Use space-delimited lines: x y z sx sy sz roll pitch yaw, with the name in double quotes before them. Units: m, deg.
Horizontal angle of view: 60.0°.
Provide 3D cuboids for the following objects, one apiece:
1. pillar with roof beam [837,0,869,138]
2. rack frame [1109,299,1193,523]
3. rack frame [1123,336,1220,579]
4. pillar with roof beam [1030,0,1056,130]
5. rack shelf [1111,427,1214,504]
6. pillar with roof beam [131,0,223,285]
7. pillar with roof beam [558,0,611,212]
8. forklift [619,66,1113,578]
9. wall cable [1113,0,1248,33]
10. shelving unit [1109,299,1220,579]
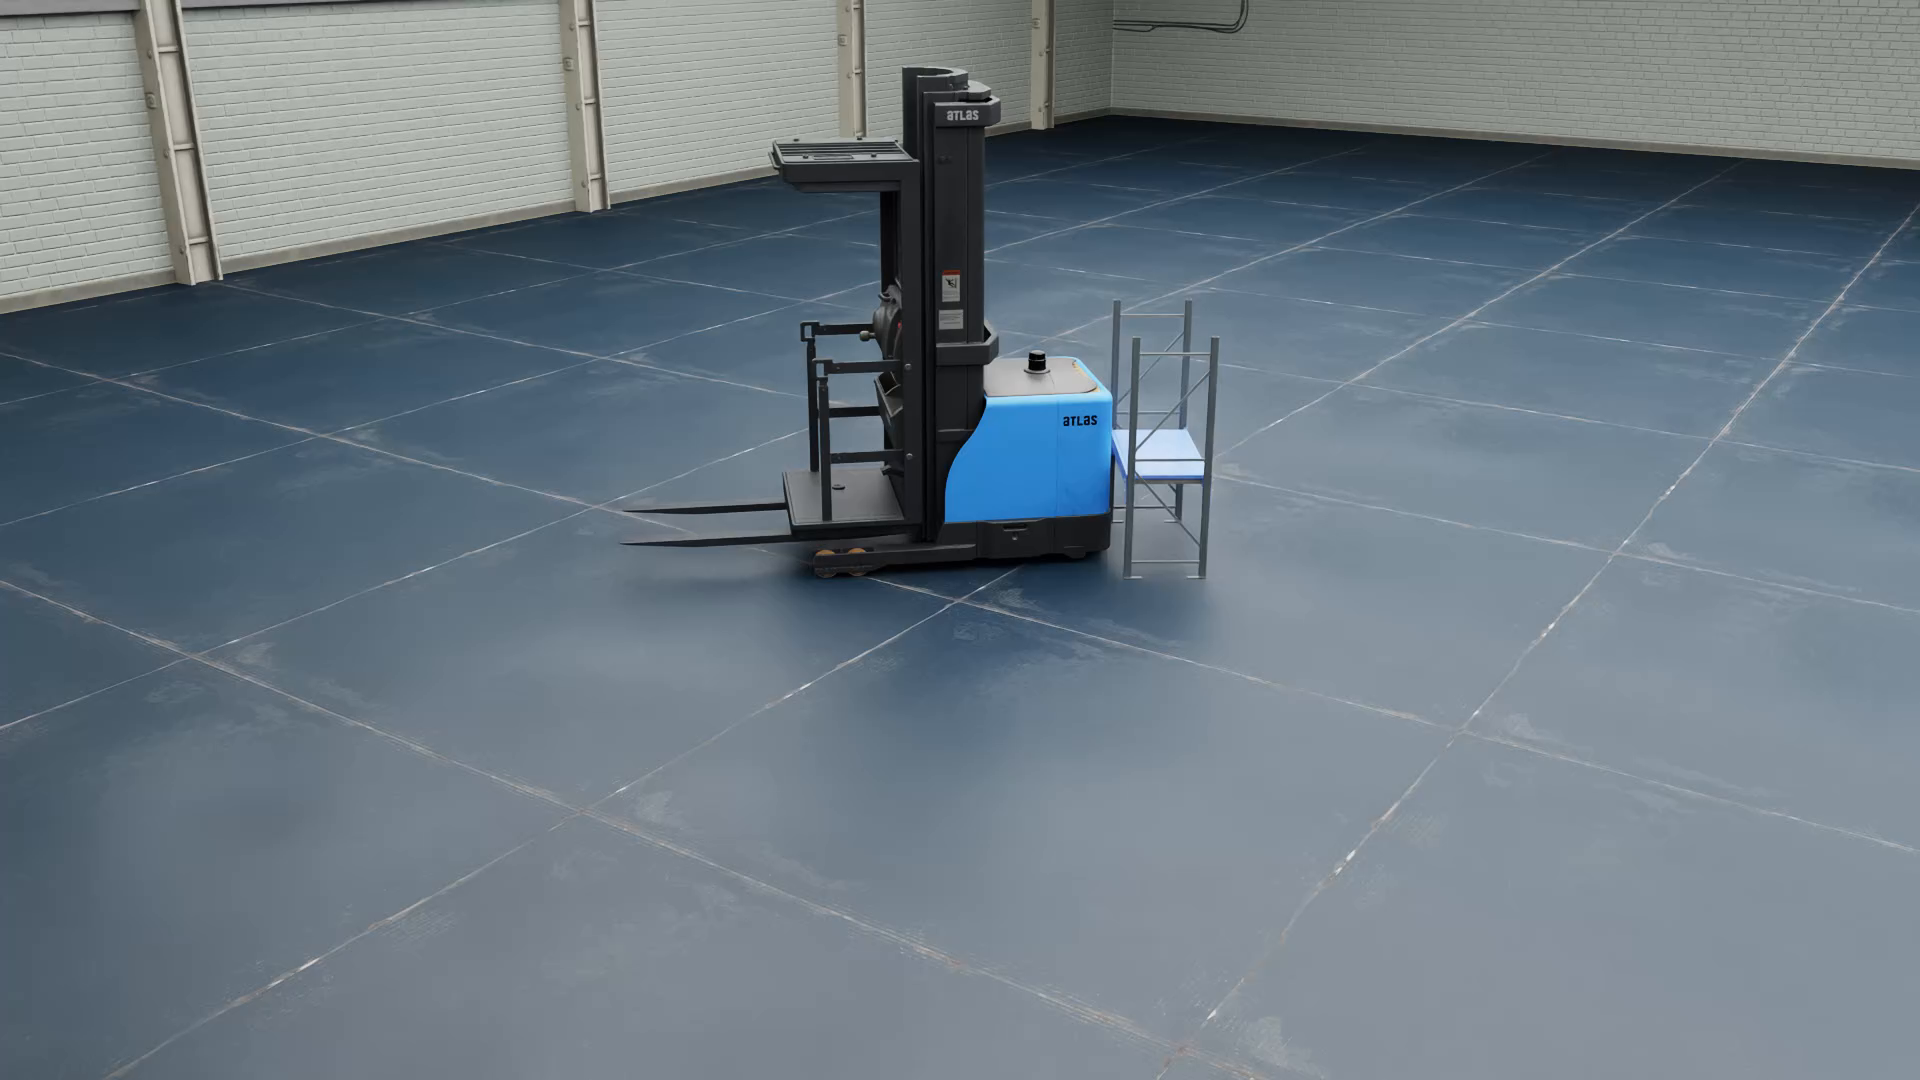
"pillar with roof beam" 1.795 -9.726 24.088 9.100 9.000 0.400 13 24 32
"rack frame" 1.227 -0.824 10.828 0.500 1.500 0.032 0 20 -1
"rack frame" 1.248 -0.471 9.875 0.500 1.500 0.032 0 20 -1
"pillar with roof beam" 5.167 -11.448 28.742 9.100 9.000 0.400 13 24 32
"rack shelf" 1.237 -0.479 10.414 0.538 0.185 1.000 0 20 -1
"pillar with roof beam" -4.951 -6.283 14.780 9.100 9.000 0.400 13 24 32
"pillar with roof beam" -1.578 -8.005 19.434 9.100 9.000 0.400 13 24 32
"forklift" -0.618 -1.341 10.165 3.031 2.935 1.130 -3 21 -8
"wall cable" 4.357 -11.418 33.138 3.097 2.526 0.112 13 24 32
"shelving unit" 1.237 -0.647 10.352 0.538 1.500 1.048 0 20 -1
